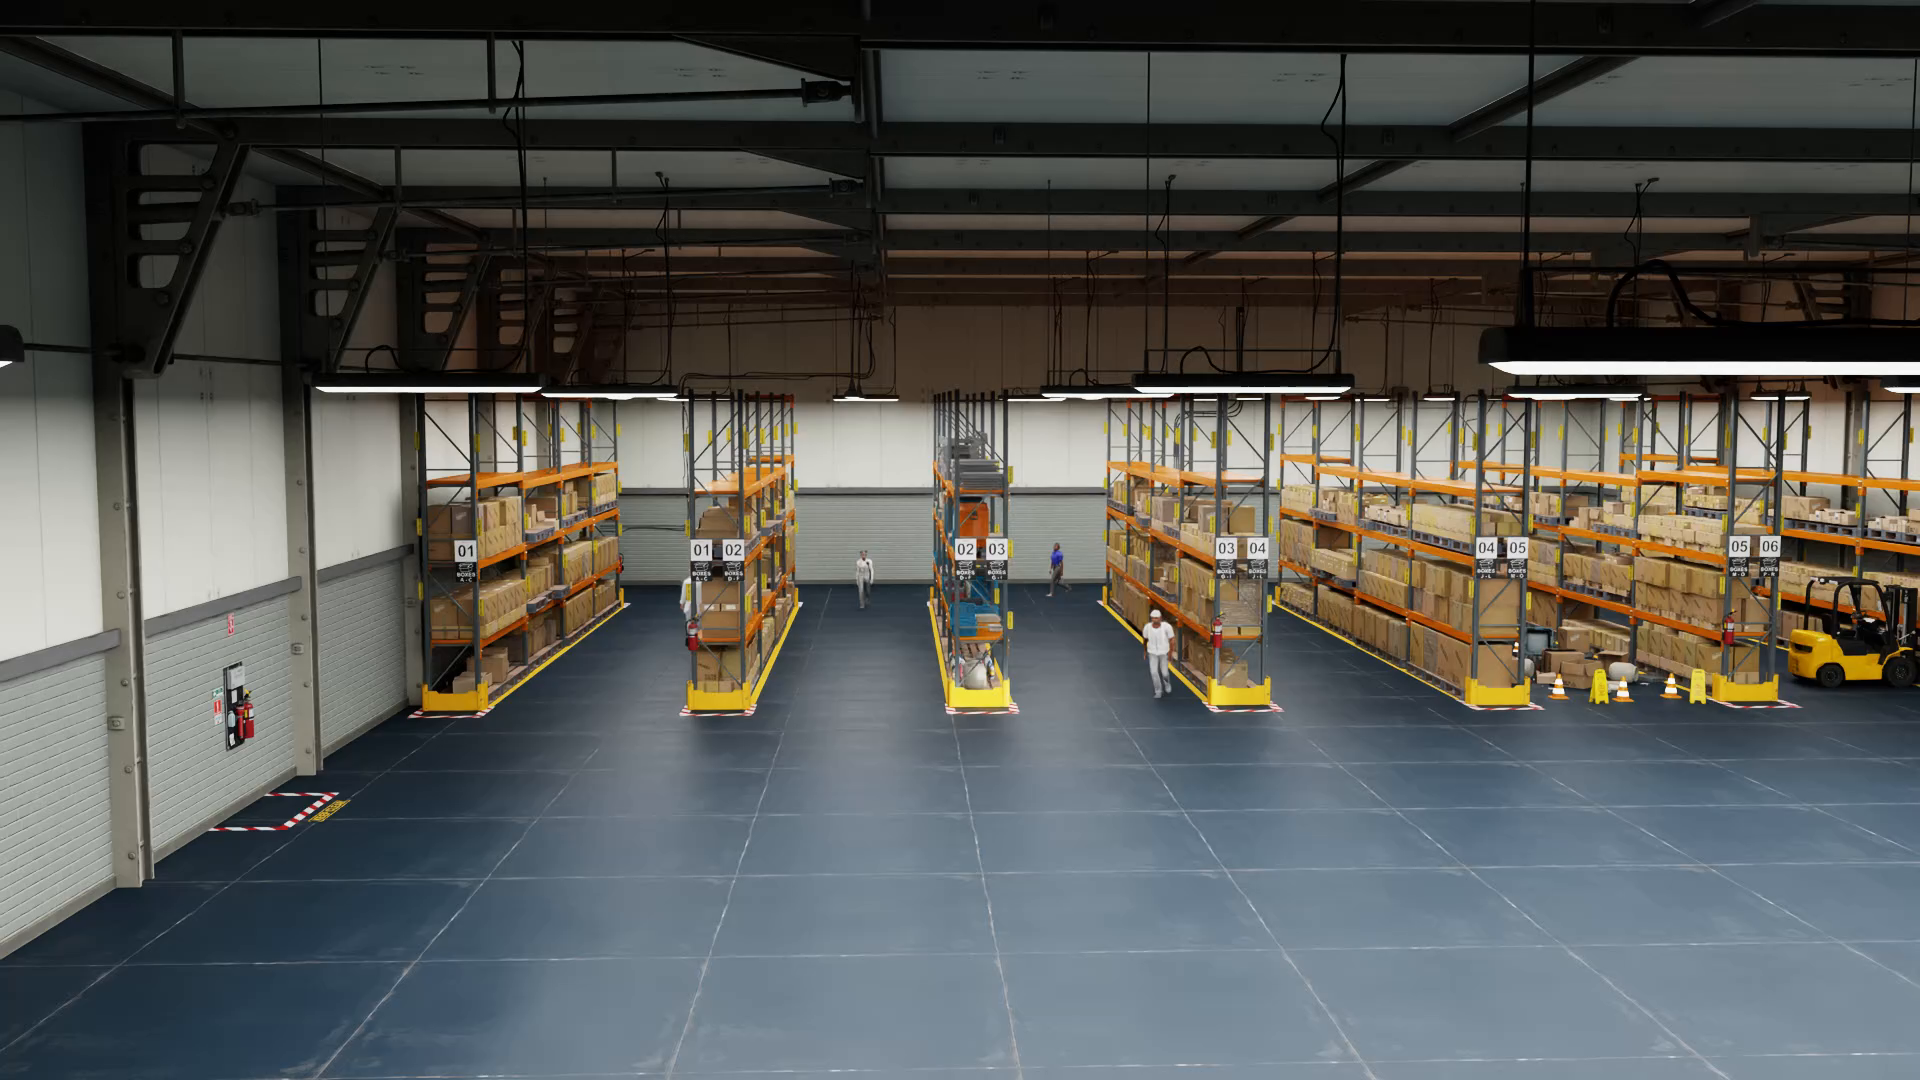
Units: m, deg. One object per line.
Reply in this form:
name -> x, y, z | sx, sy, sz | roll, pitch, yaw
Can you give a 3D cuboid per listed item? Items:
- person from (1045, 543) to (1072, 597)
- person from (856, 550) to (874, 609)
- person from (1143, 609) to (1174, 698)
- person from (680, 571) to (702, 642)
person -> 2.927, 0.874, 49.378 | 0.884, 1.617, 0.432 | -1, 5, -16
person -> -2.673, 1.080, 46.753 | 0.491, 1.633, 0.871 | 0, 5, -4
person -> 3.901, 2.204, 32.602 | 0.623, 1.732, 0.719 | 1, 5, 17
person -> -6.457, 1.551, 40.262 | 0.696, 1.718, 1.102 | 0, 5, -1
